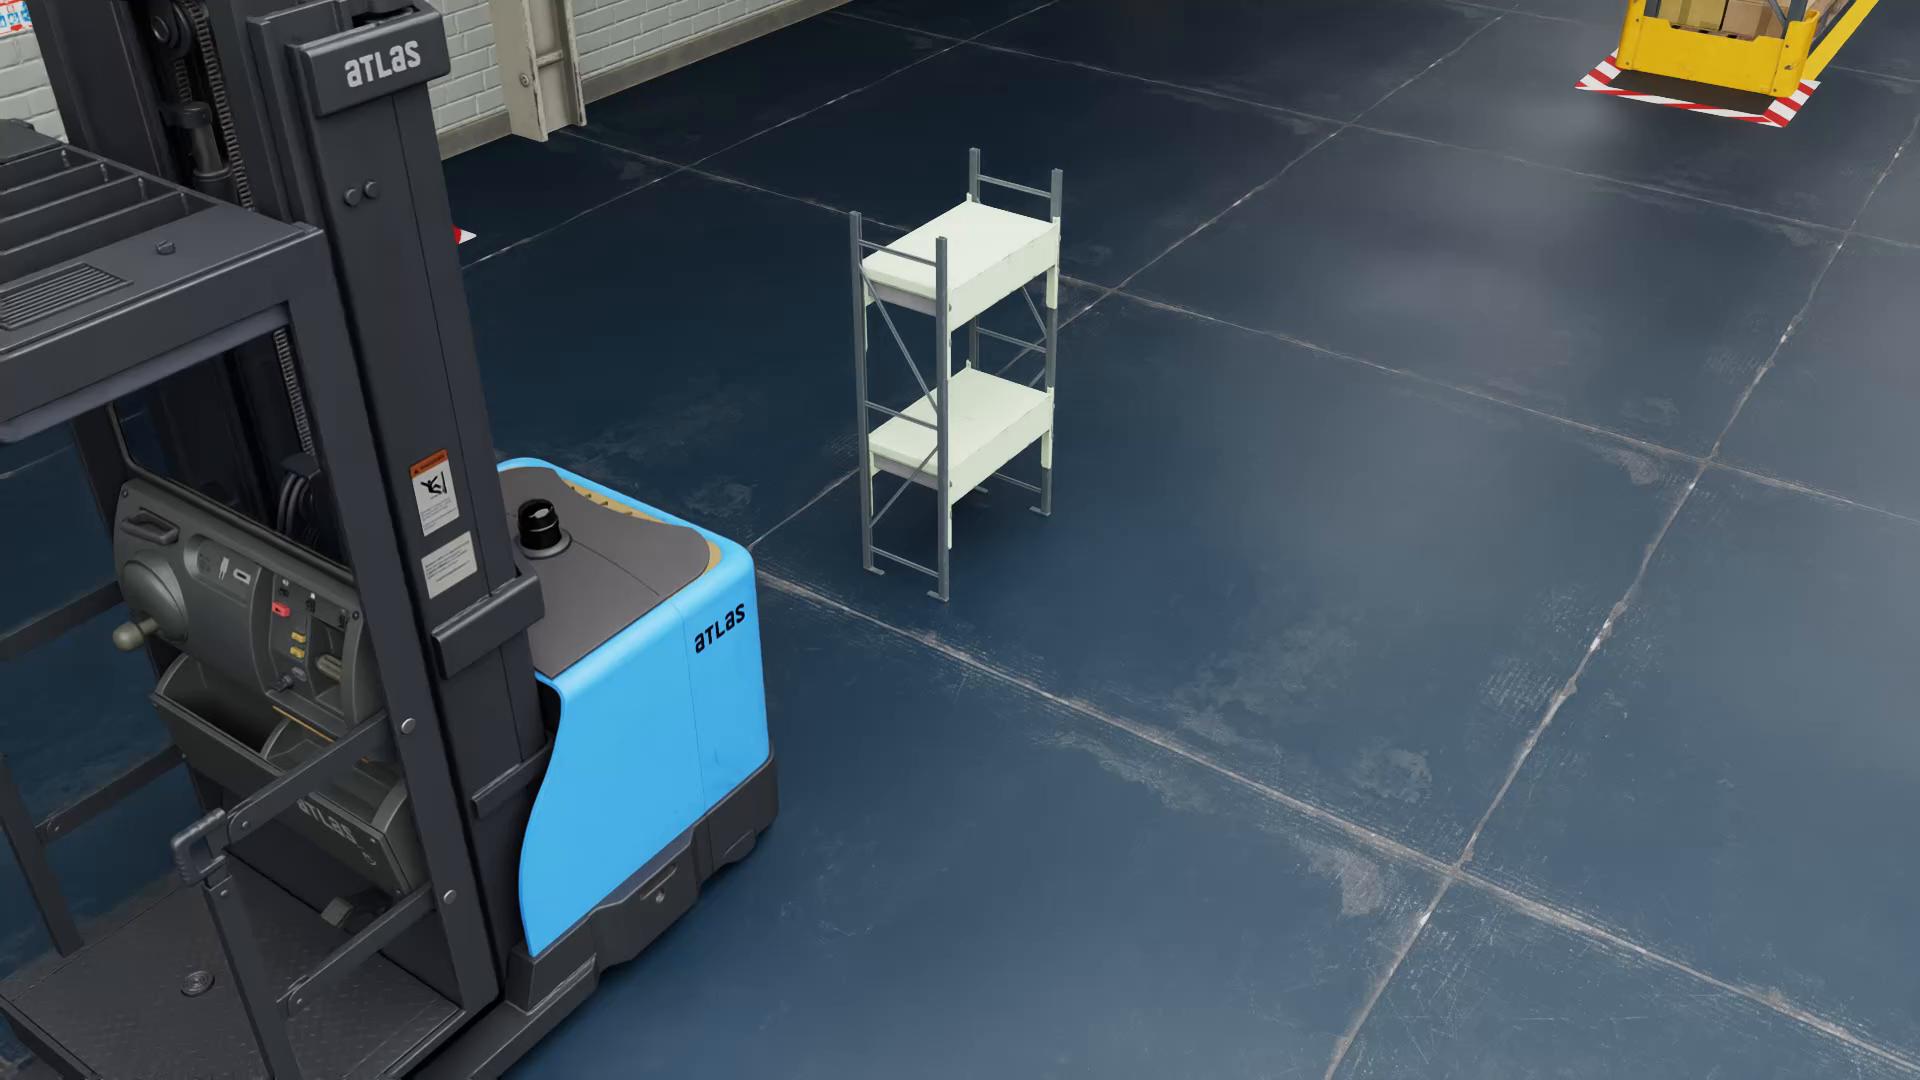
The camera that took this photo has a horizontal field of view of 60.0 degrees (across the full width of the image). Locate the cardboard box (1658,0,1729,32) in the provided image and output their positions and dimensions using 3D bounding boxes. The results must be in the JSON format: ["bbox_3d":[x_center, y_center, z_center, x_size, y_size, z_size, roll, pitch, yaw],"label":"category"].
[{"bbox_3d":[5.229,-3.841,11.832,0.500,0.250,0.500,21,39,28],"label":"cardboard box"}]

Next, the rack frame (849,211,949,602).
[{"bbox_3d":[-0.212,-0.450,6.076,0.400,1.500,0.023,21,39,28],"label":"rack frame"}]

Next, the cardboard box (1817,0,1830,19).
[{"bbox_3d":[5.937,-3.907,11.929,0.500,0.250,0.500,21,39,28],"label":"cardboard box"}]

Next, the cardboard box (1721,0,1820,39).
[{"bbox_3d":[5.655,-3.676,11.587,0.500,0.250,0.500,21,39,28],"label":"cardboard box"}]

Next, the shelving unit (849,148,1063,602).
[{"bbox_3d":[-0.004,-0.618,6.325,0.431,1.500,0.755,21,39,28],"label":"shelving unit"}]

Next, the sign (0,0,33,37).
[{"bbox_3d":[-4.479,-2.551,7.813,0.001,0.329,0.234,21,39,28],"label":"sign"}]

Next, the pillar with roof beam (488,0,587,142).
[{"bbox_3d":[0.898,-4.993,6.100,9.100,9.000,0.400,21,39,28],"label":"pillar with roof beam"}]

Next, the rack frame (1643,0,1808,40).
[{"bbox_3d":[5.166,-4.465,10.675,1.000,3.000,0.127,21,39,28],"label":"rack frame"}]

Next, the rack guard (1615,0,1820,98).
[{"bbox_3d":[5.152,-3.418,11.359,1.175,0.500,0.348,21,39,28],"label":"rack guard"}]

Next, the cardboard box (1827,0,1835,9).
[{"bbox_3d":[6.222,-4.137,12.269,0.500,0.250,0.500,21,39,28],"label":"cardboard box"}]

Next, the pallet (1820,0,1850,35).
[{"bbox_3d":[6.264,-4.234,12.823,1.003,0.211,1.213,21,39,28],"label":"pallet"}]

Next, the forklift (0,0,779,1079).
[{"bbox_3d":[-1.837,0.223,3.804,1.130,2.935,3.031,21,40,28],"label":"forklift"}]

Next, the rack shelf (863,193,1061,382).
[{"bbox_3d":[-0.004,-0.941,6.107,0.431,0.370,0.720,21,39,28],"label":"rack shelf"}]

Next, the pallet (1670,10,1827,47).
[{"bbox_3d":[5.568,-3.675,11.996,1.003,0.211,1.213,21,39,28],"label":"pallet"}]

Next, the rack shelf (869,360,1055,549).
[{"bbox_3d":[-0.004,-0.348,6.508,0.431,0.370,0.720,21,39,28],"label":"rack shelf"}]

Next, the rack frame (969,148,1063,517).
[{"bbox_3d":[0.205,-0.787,6.574,0.400,1.500,0.023,21,39,28],"label":"rack frame"}]
